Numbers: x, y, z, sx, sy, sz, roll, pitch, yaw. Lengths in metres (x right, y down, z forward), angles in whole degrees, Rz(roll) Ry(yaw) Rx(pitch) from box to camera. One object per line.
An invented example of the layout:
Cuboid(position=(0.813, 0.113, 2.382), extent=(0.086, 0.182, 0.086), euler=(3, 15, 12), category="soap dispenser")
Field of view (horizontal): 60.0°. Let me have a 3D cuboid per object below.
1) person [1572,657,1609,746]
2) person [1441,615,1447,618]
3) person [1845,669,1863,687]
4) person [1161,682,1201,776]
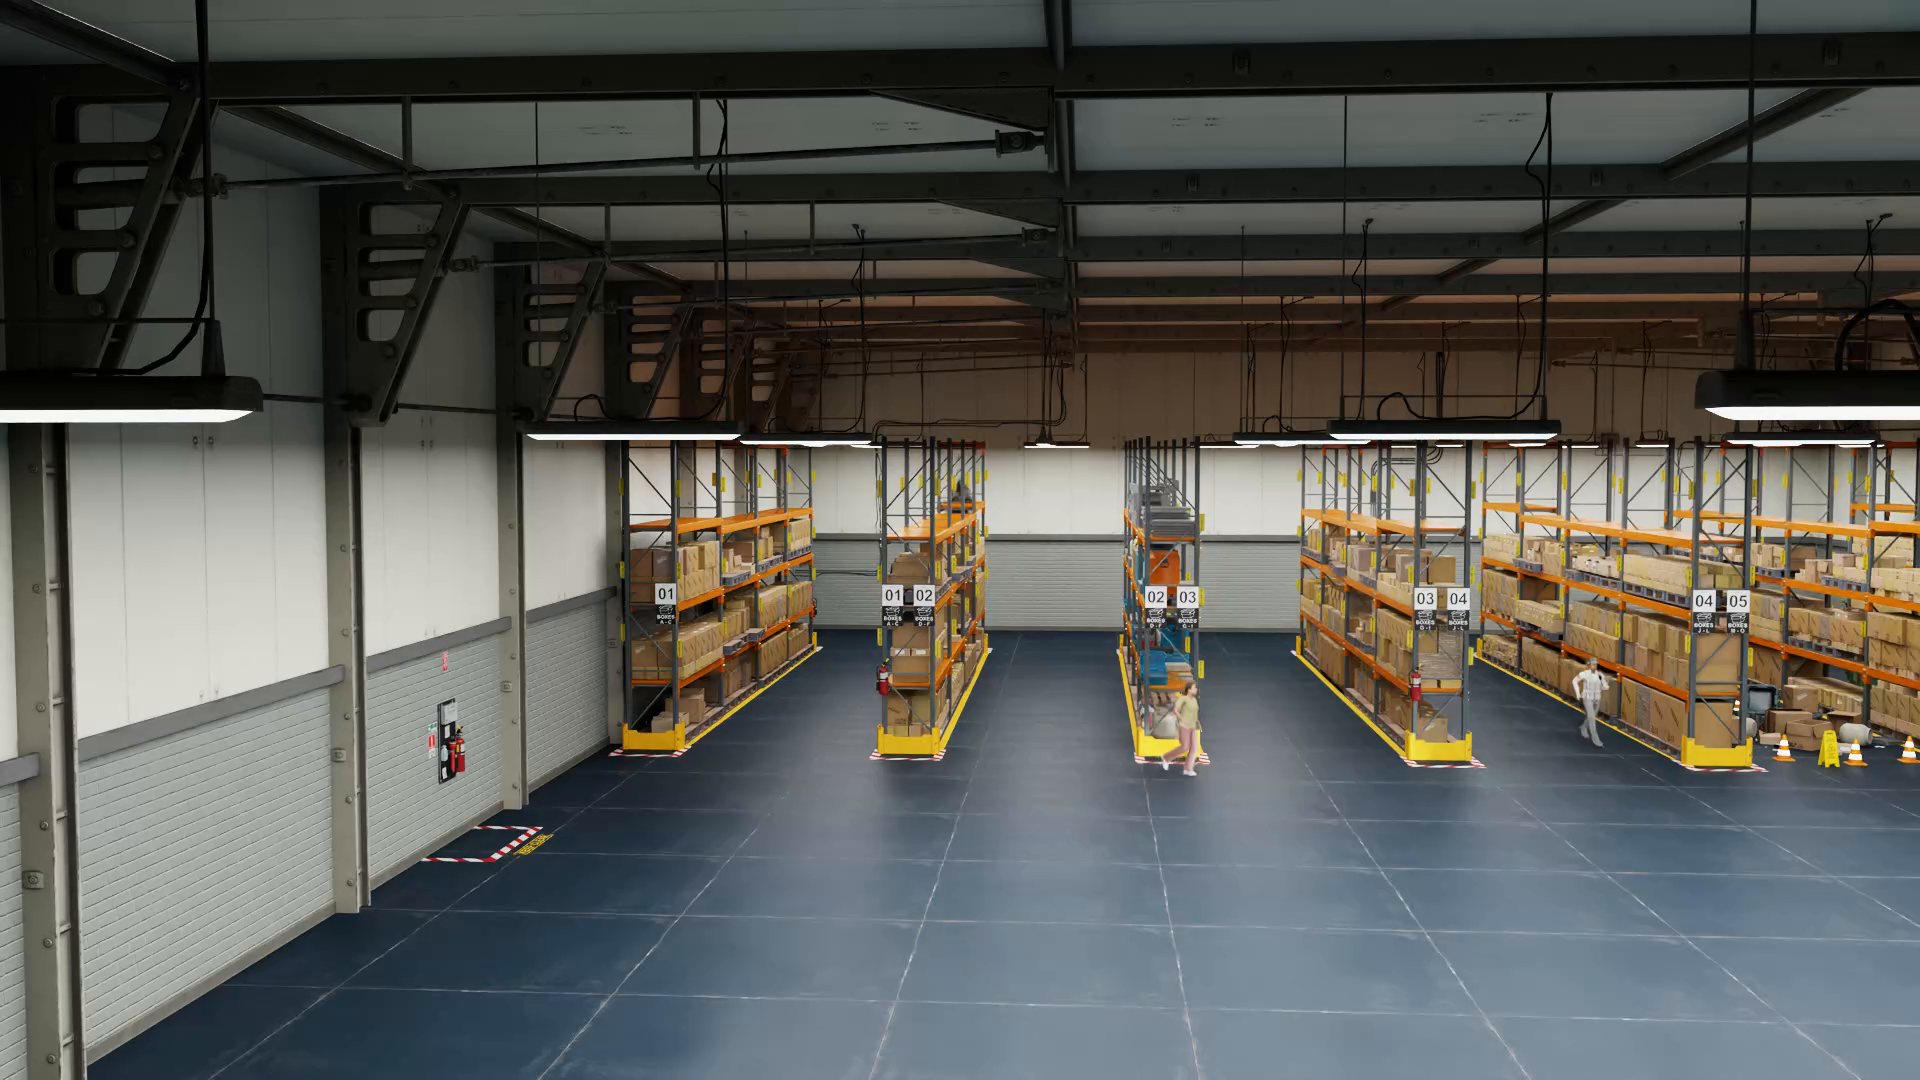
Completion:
Cuboid(position=(12.321, 3.112, 32.450), extent=(0.608, 1.683, 0.942), euler=(0, 3, -7), category="person")
Cuboid(position=(13.188, 2.478, 46.133), extent=(0.687, 1.582, 0.844), euler=(1, 3, 17), category="person")
Cuboid(position=(21.377, 2.714, 39.749), extent=(0.695, 1.783, 0.667), euler=(0, 3, 5), category="person")
Cuboid(position=(4.026, 3.325, 29.526), extent=(0.741, 1.629, 0.647), euler=(3, 4, 43), category="person")
